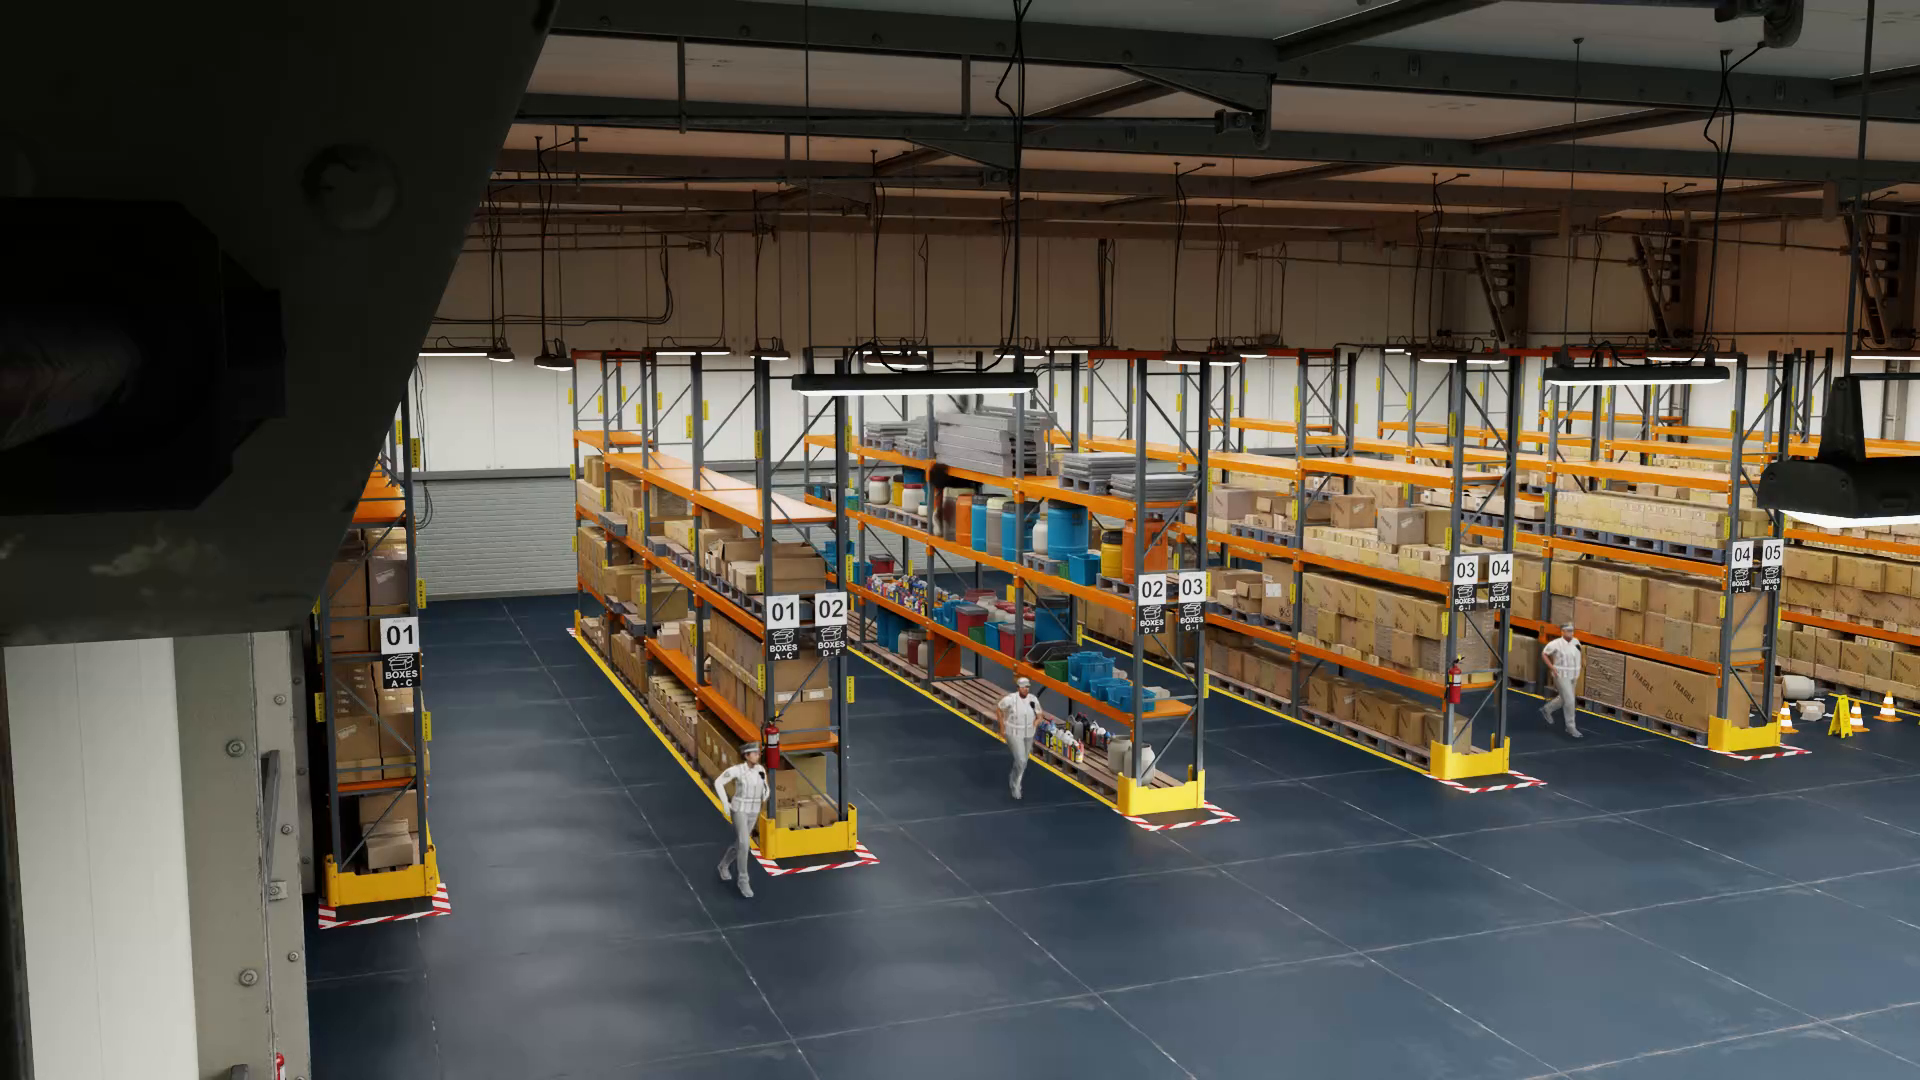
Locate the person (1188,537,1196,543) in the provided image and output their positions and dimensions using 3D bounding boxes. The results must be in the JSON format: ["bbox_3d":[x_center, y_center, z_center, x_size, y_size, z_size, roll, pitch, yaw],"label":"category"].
[{"bbox_3d":[5.315,0.774,37.994,0.607,1.741,0.772,-1,7,-10],"label":"person"}]

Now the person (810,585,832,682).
[{"bbox_3d":[-2.440,1.611,29.035,0.588,1.686,0.752,-4,8,-30],"label":"person"}]

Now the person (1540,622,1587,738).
[{"bbox_3d":[9.624,2.170,26.465,0.647,1.803,0.911,-4,8,-27],"label":"person"}]

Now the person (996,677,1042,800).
[{"bbox_3d":[0.836,2.699,22.733,0.565,1.693,0.782,-3,8,-25],"label":"person"}]

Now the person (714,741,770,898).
[{"bbox_3d":[-2.425,3.136,19.052,0.657,1.663,0.848,-6,10,-42],"label":"person"}]
